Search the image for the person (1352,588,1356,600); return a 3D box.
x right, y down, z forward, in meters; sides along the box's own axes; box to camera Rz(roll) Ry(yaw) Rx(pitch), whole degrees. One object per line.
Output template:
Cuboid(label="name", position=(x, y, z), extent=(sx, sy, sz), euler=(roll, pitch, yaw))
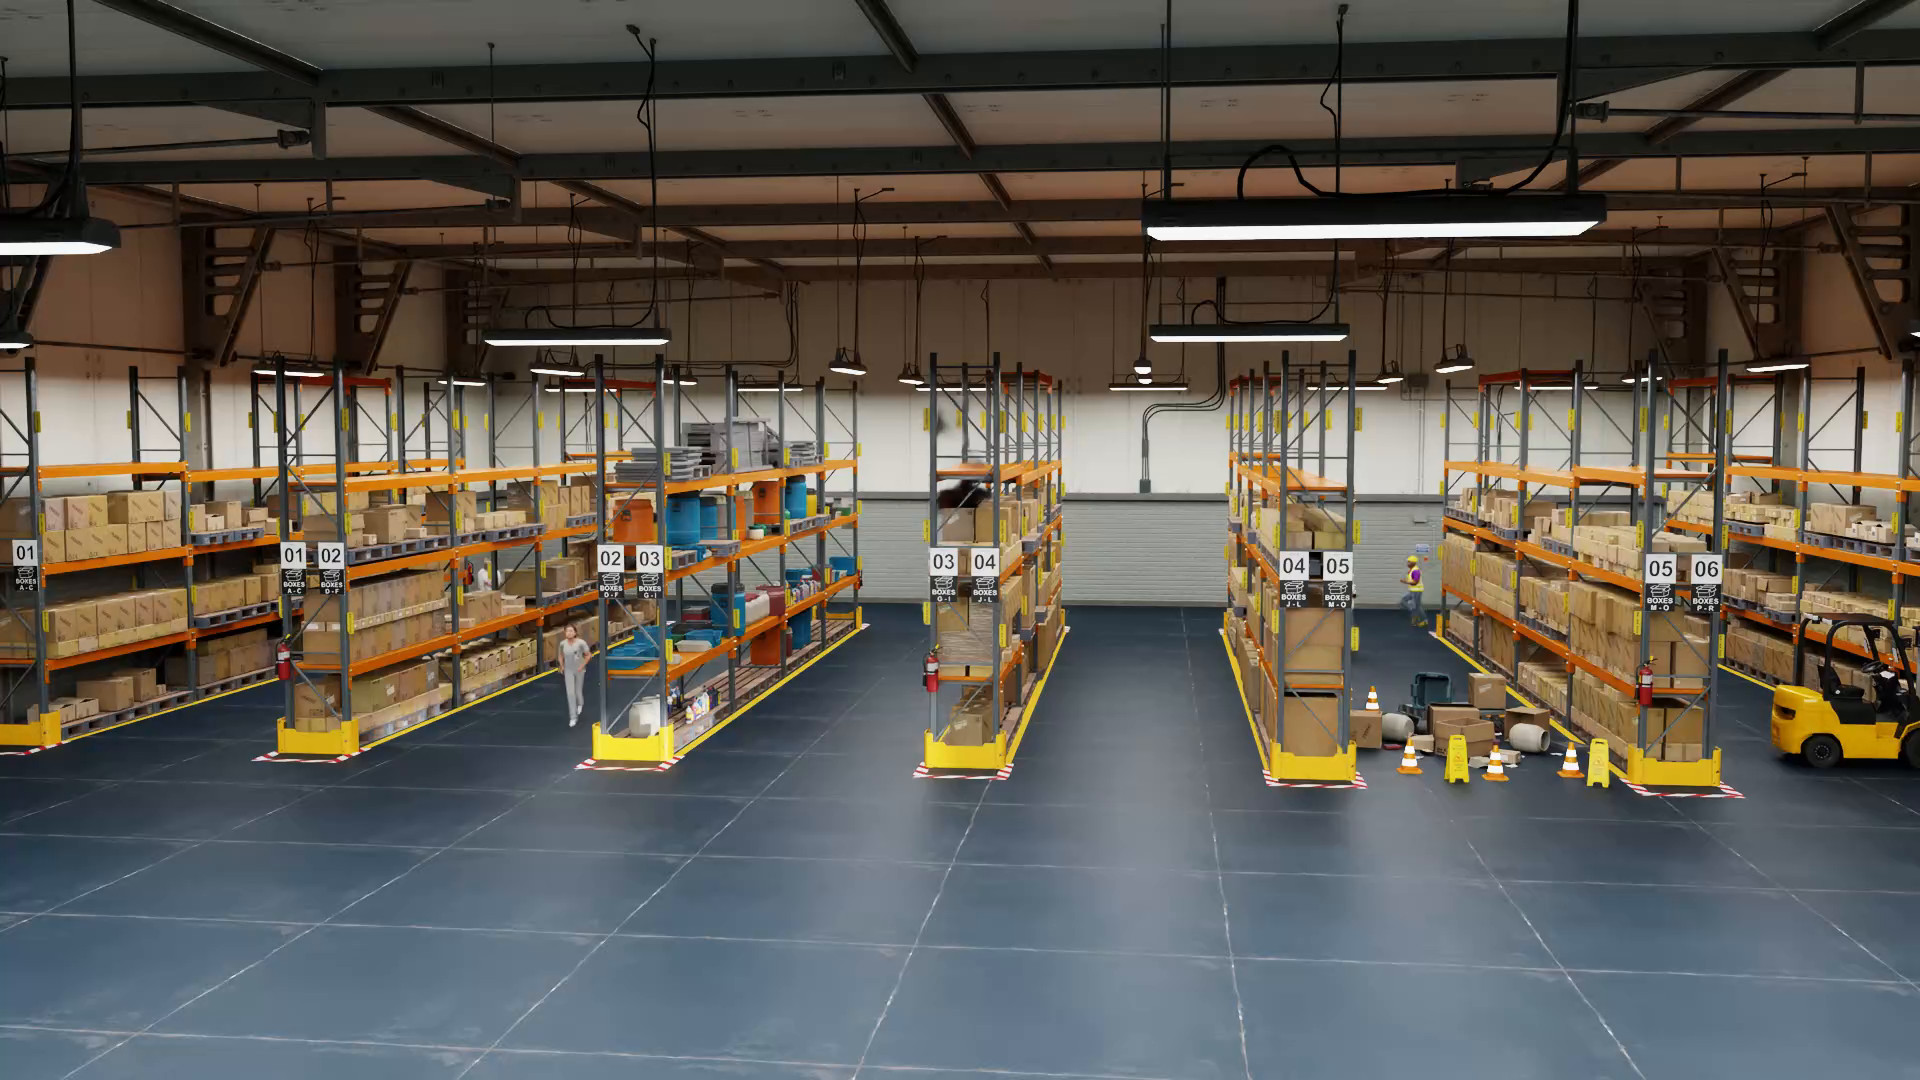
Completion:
Cuboid(label="person", position=(8.403, 1.541, 36.624), extent=(0.687, 1.770, 0.852), euler=(-1, 4, -17))

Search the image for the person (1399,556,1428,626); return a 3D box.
Cuboid(label="person", position=(11.094, 1.243, 40.677), extent=(0.777, 1.709, 0.741), euler=(0, 4, -1))

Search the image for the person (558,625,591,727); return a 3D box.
Cuboid(label="person", position=(-6.418, 2.225, 27.724), extent=(0.565, 1.678, 0.765), euler=(0, 4, -3))

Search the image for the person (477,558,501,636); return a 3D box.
Cuboid(label="person", position=(-11.156, 1.329, 39.375), extent=(0.635, 1.834, 0.894), euler=(0, 4, 0))
